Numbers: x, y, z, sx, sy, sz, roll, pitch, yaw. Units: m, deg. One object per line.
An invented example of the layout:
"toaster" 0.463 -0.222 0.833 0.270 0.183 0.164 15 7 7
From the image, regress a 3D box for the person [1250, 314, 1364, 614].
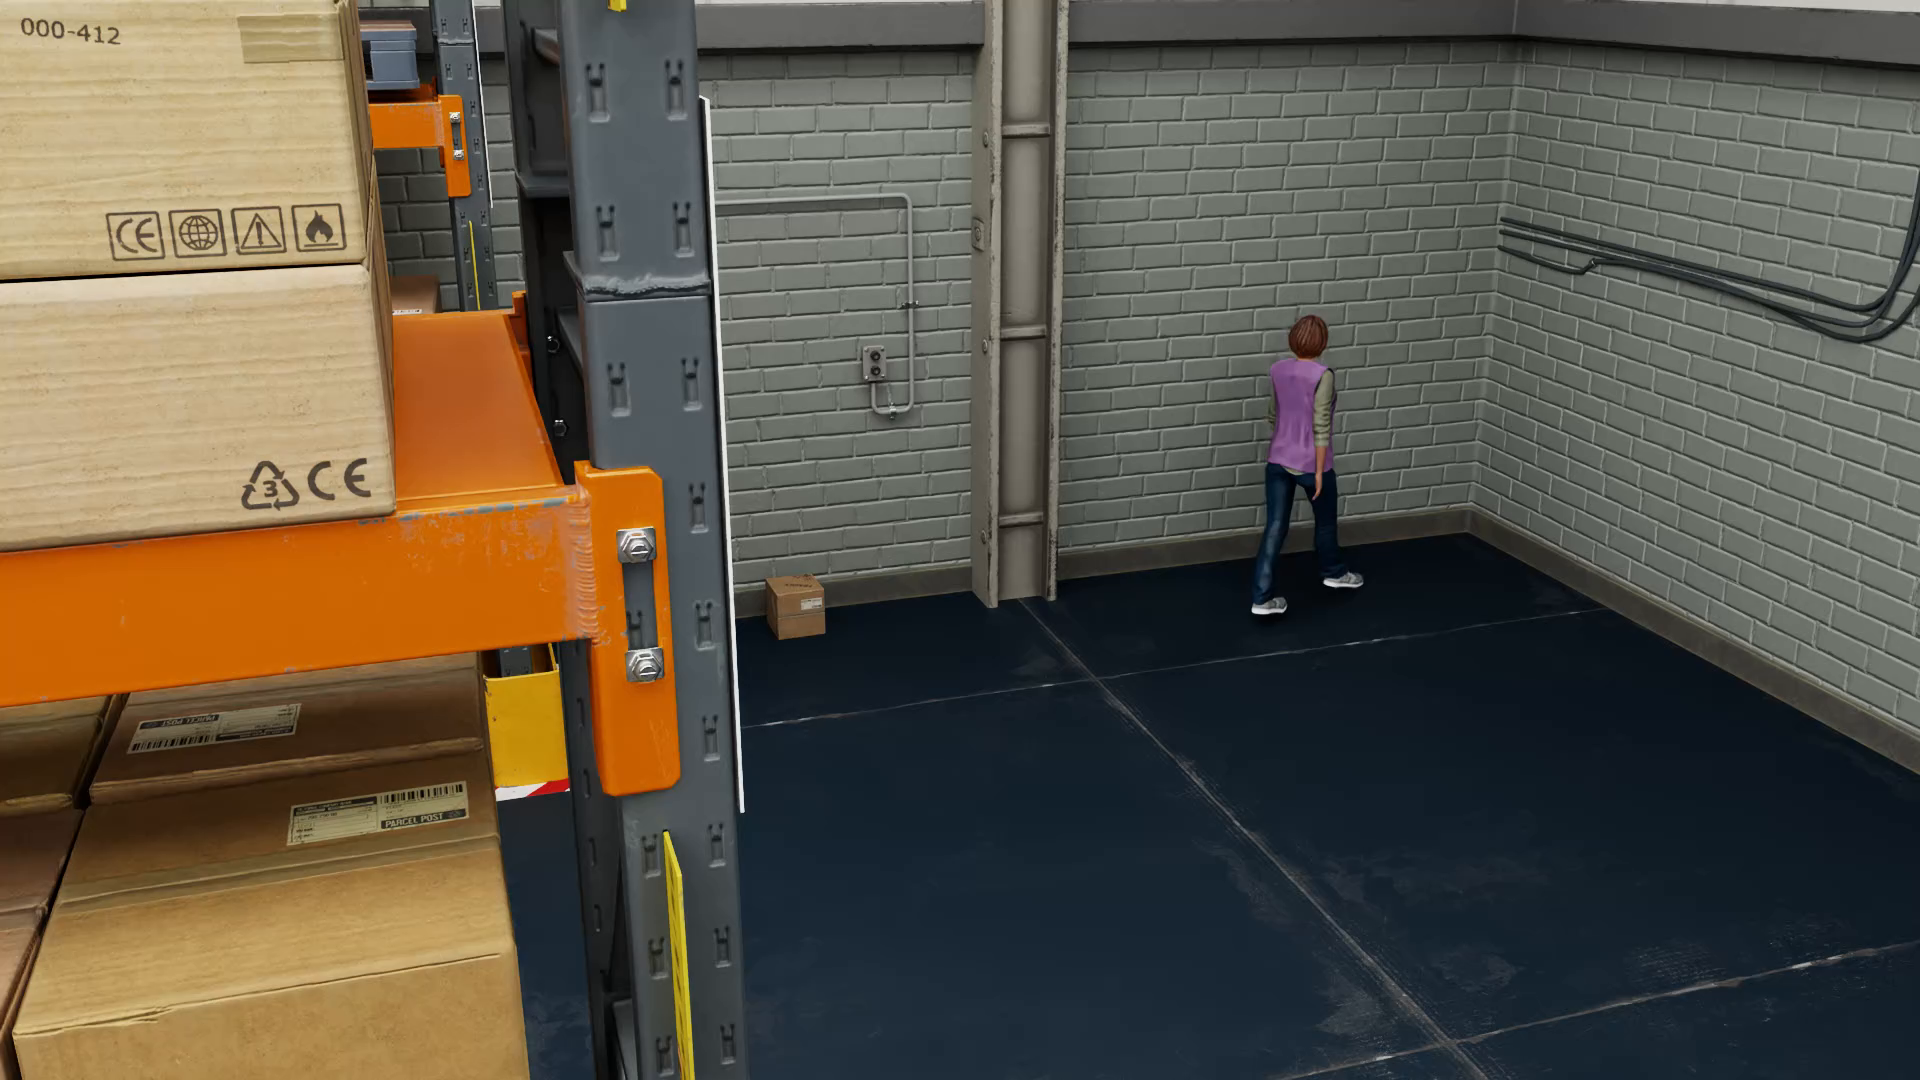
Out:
"person" 1.799 -0.425 8.736 0.440 1.555 0.880 16 25 38
